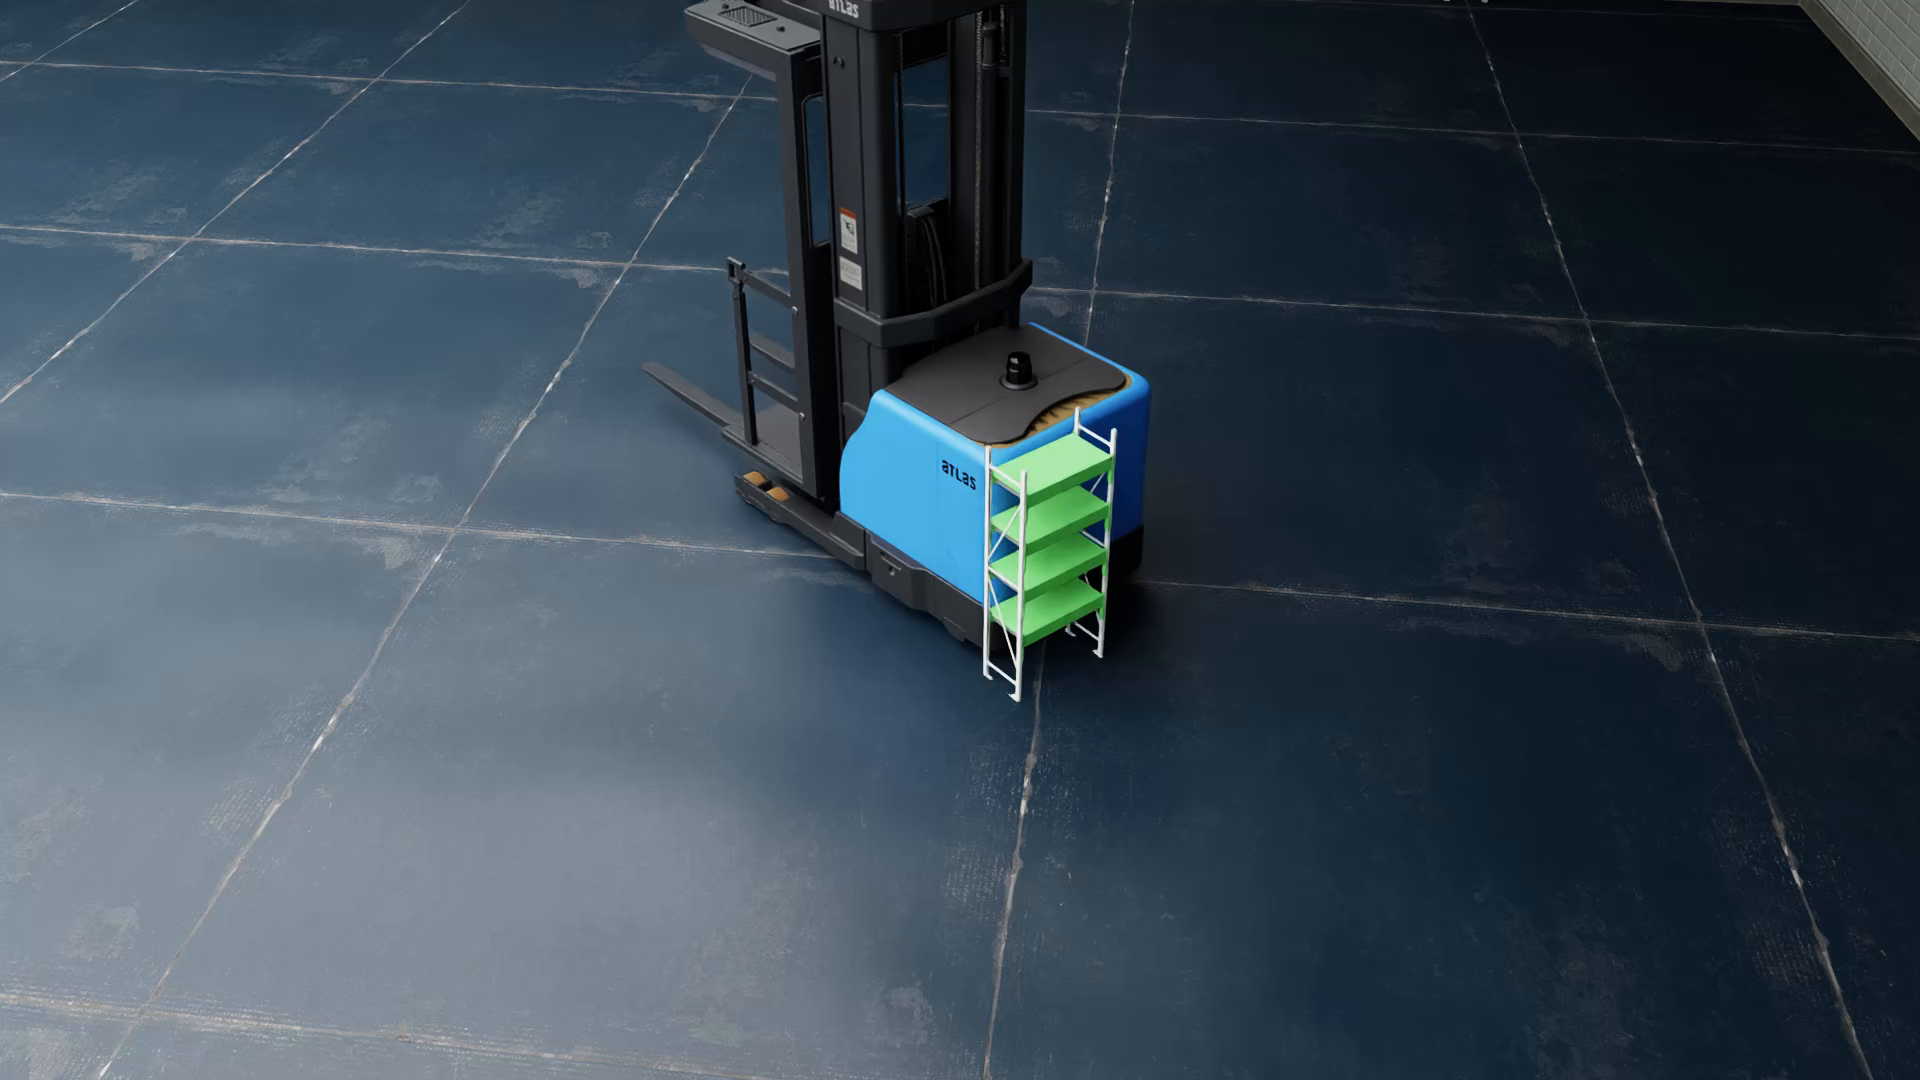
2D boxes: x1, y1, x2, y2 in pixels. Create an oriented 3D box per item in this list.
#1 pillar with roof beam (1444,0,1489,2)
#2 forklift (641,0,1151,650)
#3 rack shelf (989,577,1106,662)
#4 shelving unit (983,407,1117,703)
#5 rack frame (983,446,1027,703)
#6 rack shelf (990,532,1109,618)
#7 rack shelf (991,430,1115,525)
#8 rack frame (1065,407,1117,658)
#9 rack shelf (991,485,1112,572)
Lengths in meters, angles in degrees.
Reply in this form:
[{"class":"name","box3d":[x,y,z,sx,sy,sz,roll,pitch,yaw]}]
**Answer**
[{"class":"pillar with roof beam","box3d":[4.068,-6.162,9.137,0.400,9.000,9.100,4,36,6]},{"class":"forklift","box3d":[-0.499,-1.471,7.787,1.130,2.935,3.031,-28,44,-34]},{"class":"rack shelf","box3d":[0.375,0.322,7.288,0.480,0.148,0.258,-25,43,-31]},{"class":"shelving unit","box3d":[0.375,0.075,7.112,0.503,1.200,0.258,-25,43,-31]},{"class":"rack frame","box3d":[0.186,0.164,6.987,0.015,1.200,0.240,-25,43,-31]},{"class":"rack shelf","box3d":[0.375,0.127,7.149,0.480,0.148,0.258,-25,43,-31]},{"class":"rack shelf","box3d":[0.375,-0.264,6.870,0.480,0.148,0.258,-25,43,-31]},{"class":"rack frame","box3d":[0.565,-0.014,7.237,0.015,1.200,0.240,-25,43,-31]},{"class":"rack shelf","box3d":[0.375,-0.068,7.010,0.480,0.148,0.258,-25,43,-31]}]
